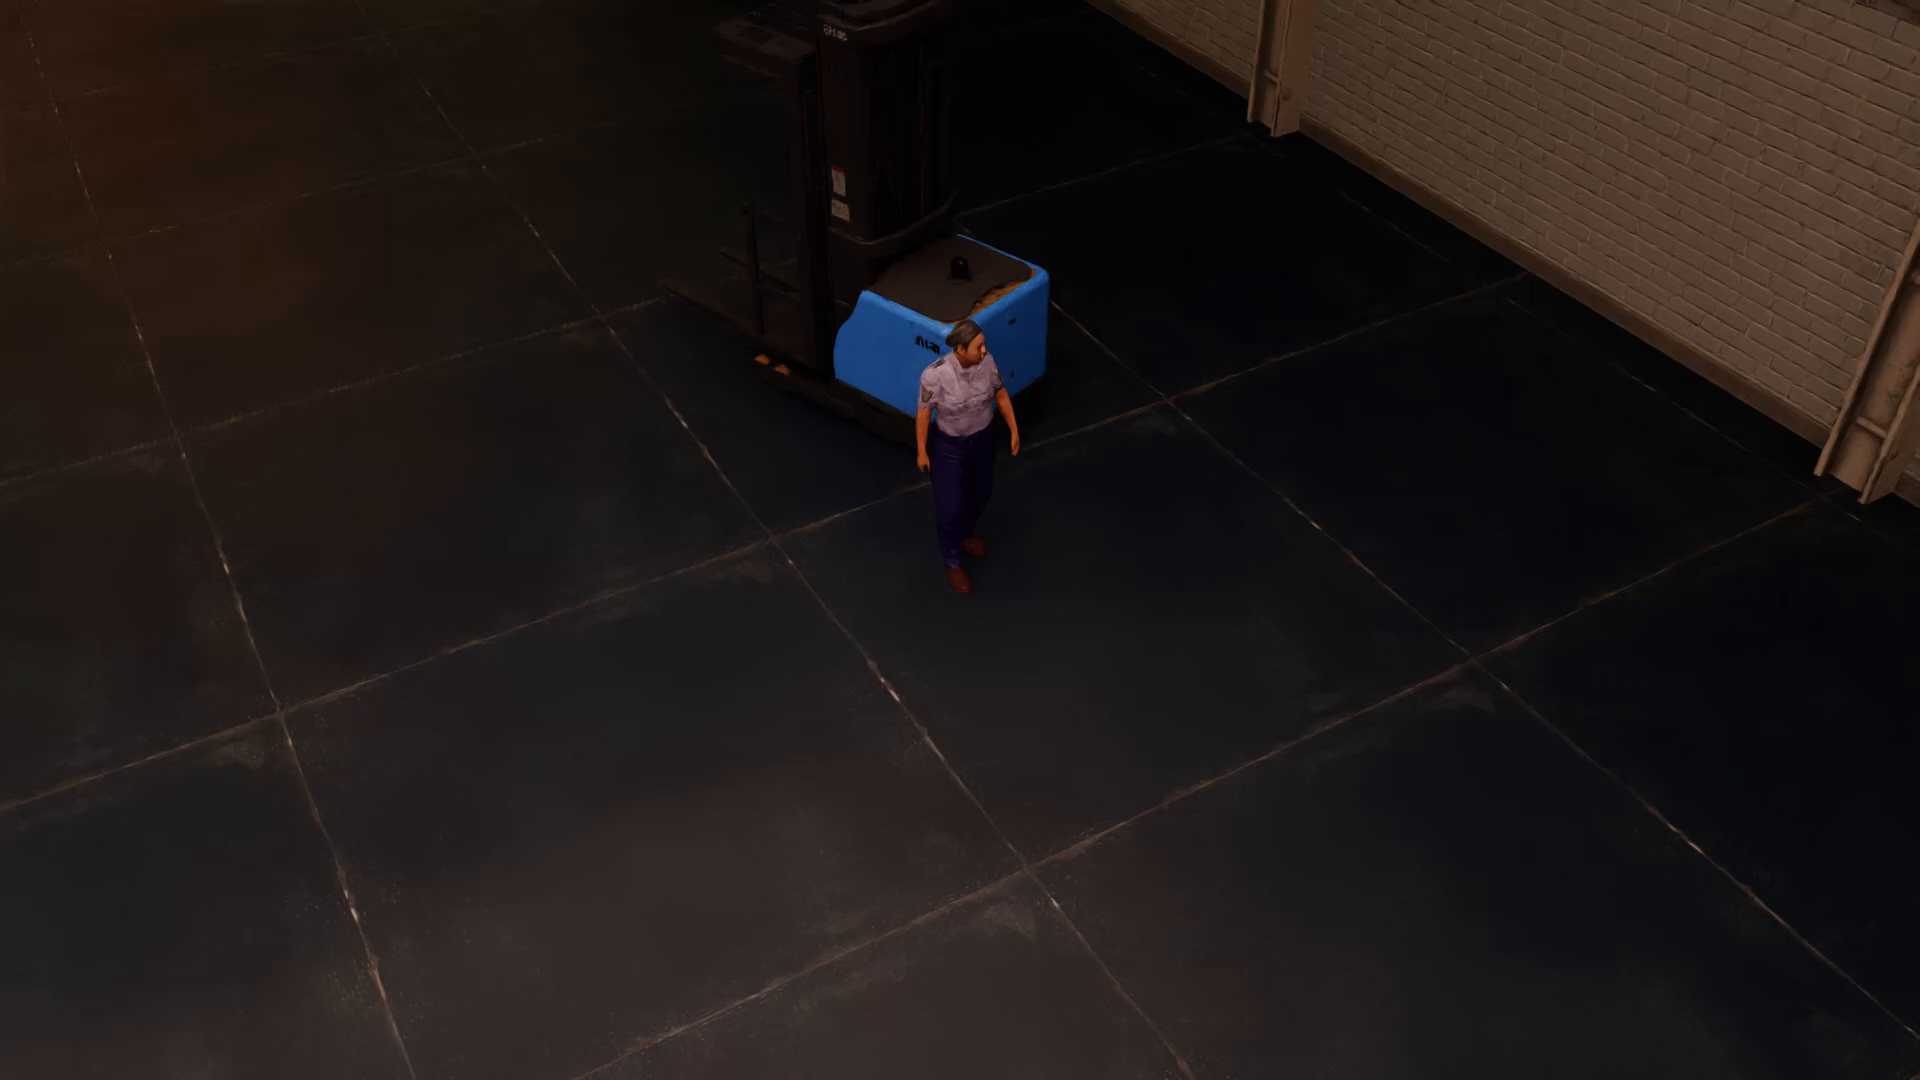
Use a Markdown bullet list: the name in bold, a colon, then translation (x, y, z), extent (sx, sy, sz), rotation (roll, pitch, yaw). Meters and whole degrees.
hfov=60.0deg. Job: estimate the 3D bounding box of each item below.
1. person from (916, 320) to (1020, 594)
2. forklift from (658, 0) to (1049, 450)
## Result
- **person**: translation (0.076, -0.515, 9.685), extent (0.618, 1.624, 0.544), rotation (-23, 45, -25)
- **forklift**: translation (-0.860, -2.415, 10.947), extent (3.031, 2.935, 1.130), rotation (28, 47, 30)
